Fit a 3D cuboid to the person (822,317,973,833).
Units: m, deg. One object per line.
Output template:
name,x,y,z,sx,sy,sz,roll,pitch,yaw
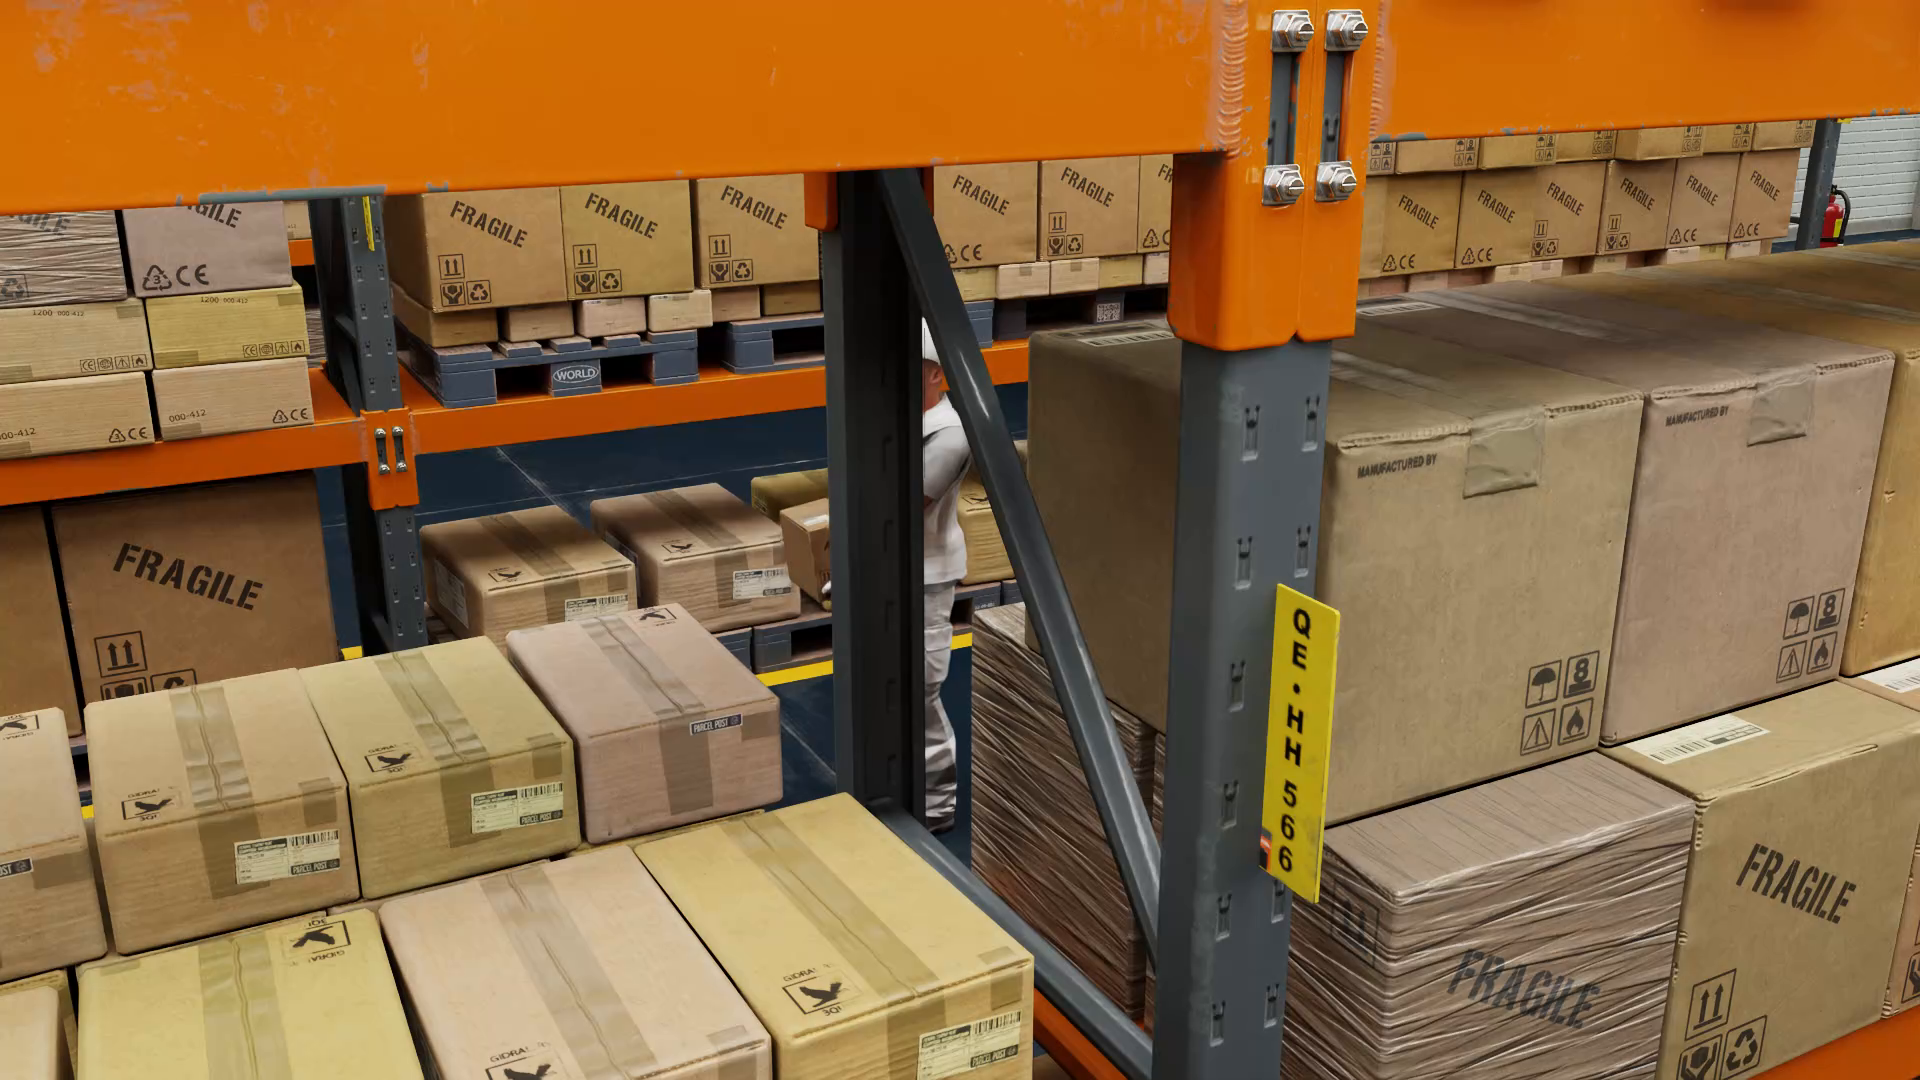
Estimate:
person,-0.253,0.152,5.564,0.552,1.785,0.495,-9,20,-26
